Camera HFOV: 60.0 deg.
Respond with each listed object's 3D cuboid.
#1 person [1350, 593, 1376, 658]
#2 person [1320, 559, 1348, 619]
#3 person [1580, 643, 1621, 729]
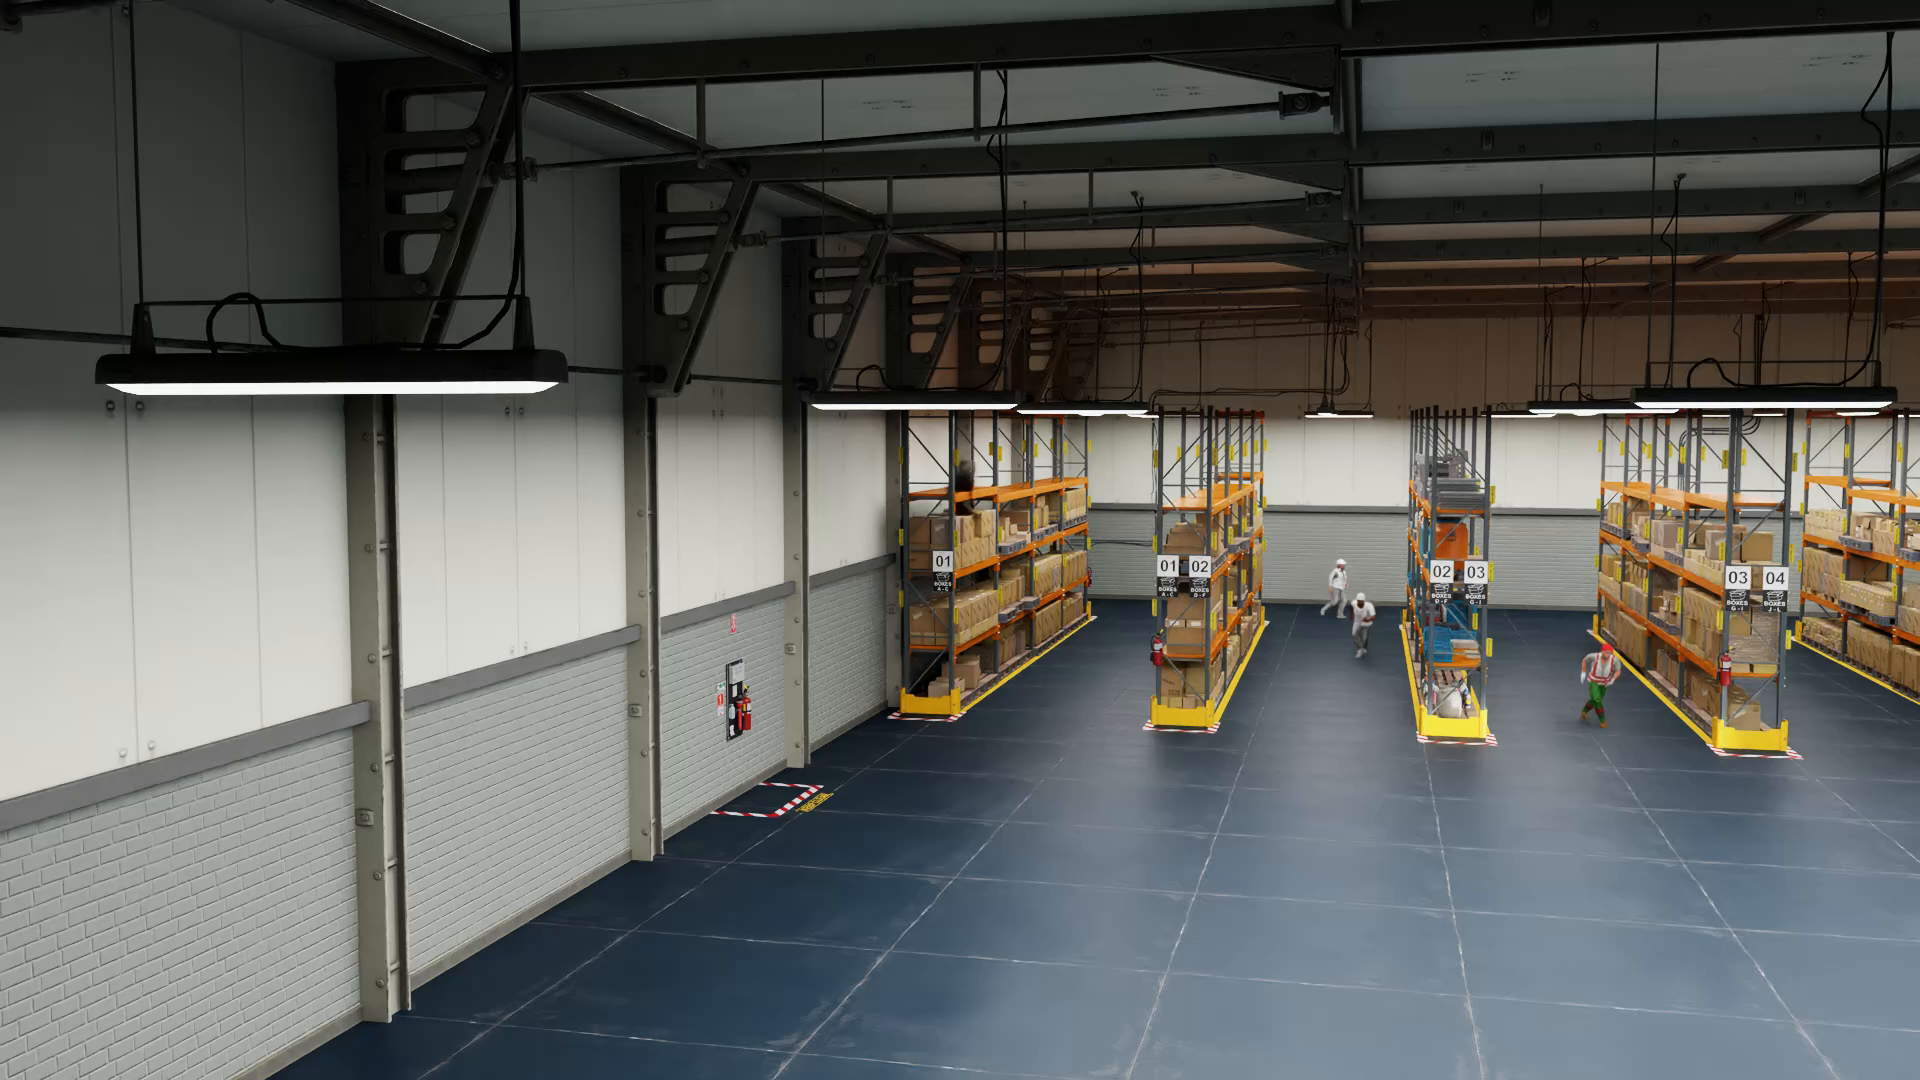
[{"bbox_3d":[9.734,2.027,40.173,0.734,1.582,1.098,2,5,29],"label":"person"},{"bbox_3d":[10.943,1.412,48.244,0.779,1.707,0.889,4,6,42],"label":"person"},{"bbox_3d":[11.969,2.682,31.197,0.688,1.603,1.135,0,4,4],"label":"person"}]
